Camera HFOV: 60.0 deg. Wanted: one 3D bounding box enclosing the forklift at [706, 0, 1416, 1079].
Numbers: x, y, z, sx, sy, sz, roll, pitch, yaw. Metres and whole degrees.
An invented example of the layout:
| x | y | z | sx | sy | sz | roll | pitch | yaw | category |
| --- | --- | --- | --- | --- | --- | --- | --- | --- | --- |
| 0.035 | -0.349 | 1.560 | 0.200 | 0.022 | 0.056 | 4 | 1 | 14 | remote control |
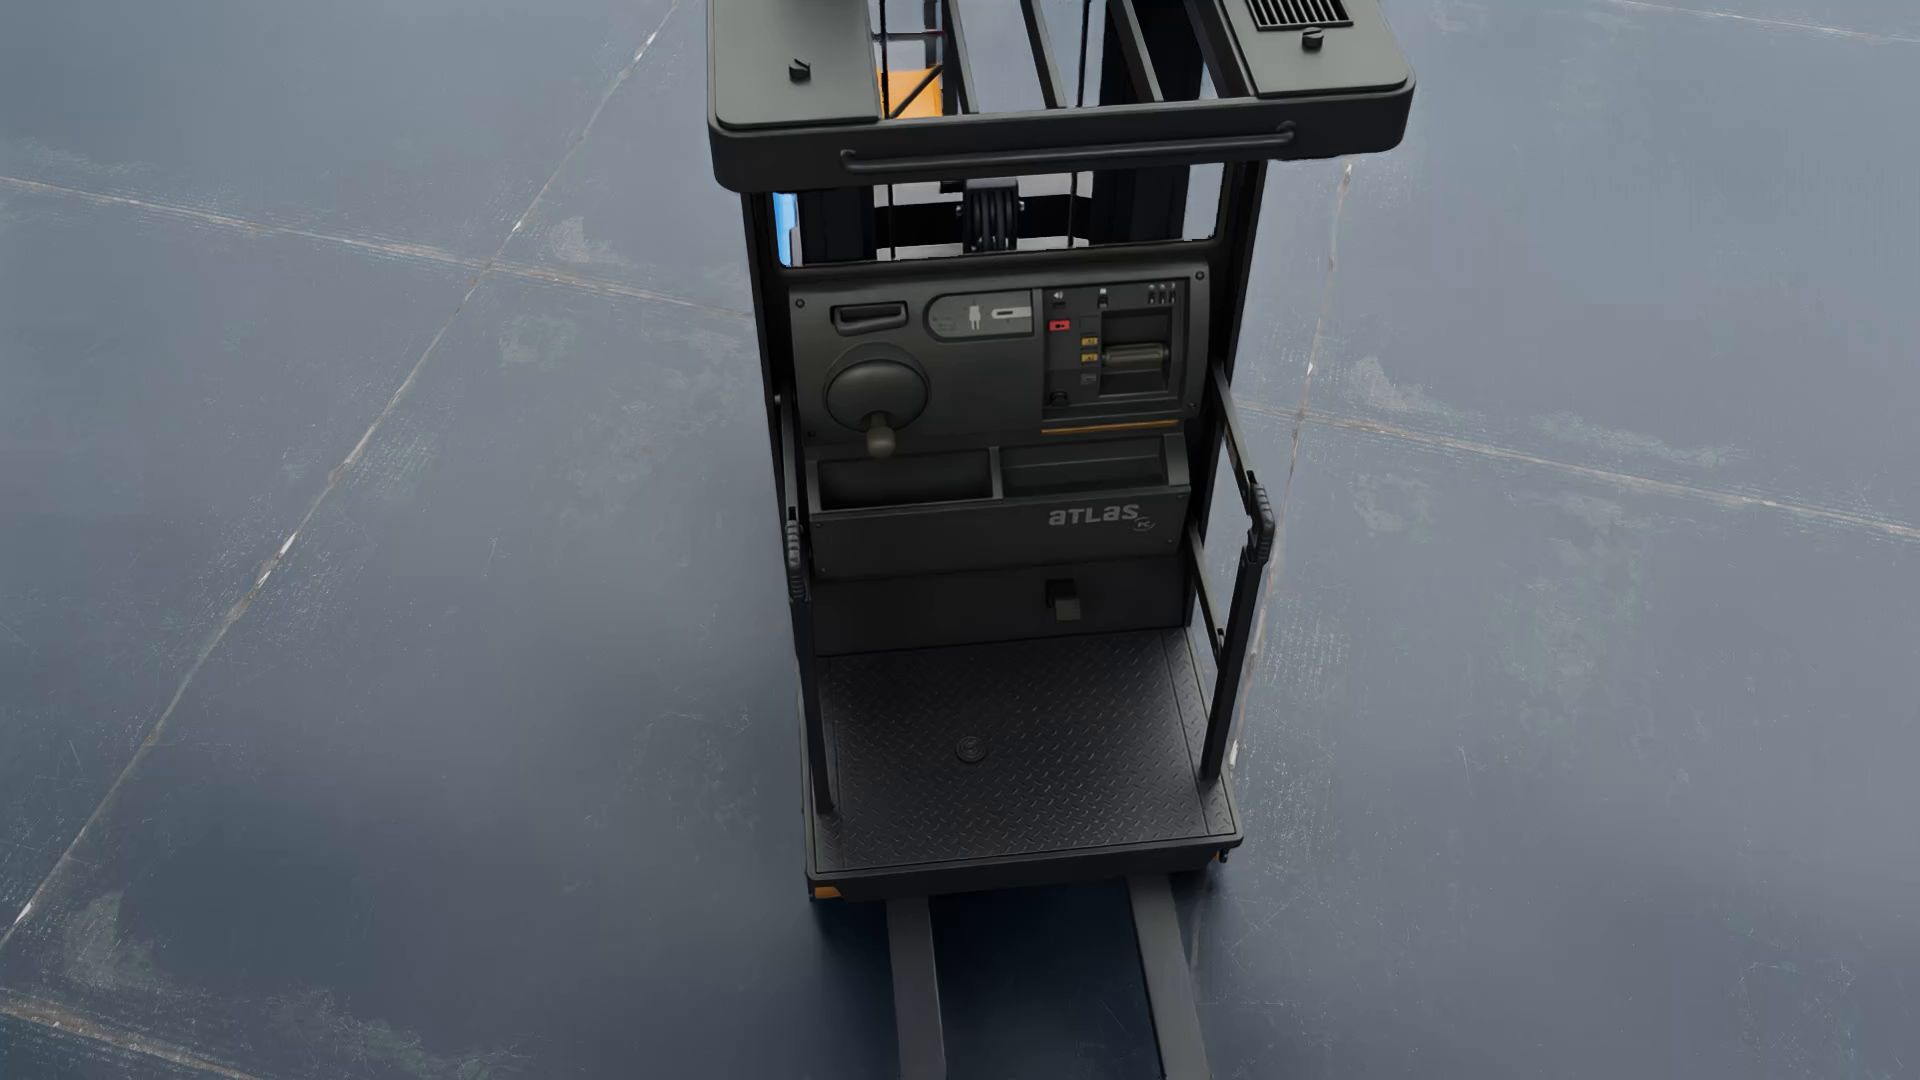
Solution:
| x | y | z | sx | sy | sz | roll | pitch | yaw | category |
| --- | --- | --- | --- | --- | --- | --- | --- | --- | --- |
| 0.118 | -0.303 | 3.562 | 1.130 | 2.935 | 3.031 | -5 | 49 | -4 | forklift |

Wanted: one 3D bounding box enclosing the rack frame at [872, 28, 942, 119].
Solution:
| x | y | z | sx | sy | sz | roll | pitch | yaw | category |
| --- | --- | --- | --- | --- | --- | --- | --- | --- | --- |
| -0.260 | -0.980 | 5.115 | 0.475 | 1.308 | 0.013 | -3 | 49 | -3 | rack frame |

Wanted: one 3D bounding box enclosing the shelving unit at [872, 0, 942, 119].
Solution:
| x | y | z | sx | sy | sz | roll | pitch | yaw | category |
| --- | --- | --- | --- | --- | --- | --- | --- | --- | --- |
| -0.295 | -1.354 | 5.445 | 0.587 | 1.500 | 1.083 | -3 | 49 | -3 | shelving unit |

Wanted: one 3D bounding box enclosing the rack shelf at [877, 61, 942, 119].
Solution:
| x | y | z | sx | sy | sz | roll | pitch | yaw | category |
| --- | --- | --- | --- | --- | --- | --- | --- | --- | --- |
| -0.296 | -1.242 | 5.585 | 0.538 | 0.185 | 1.000 | -3 | 49 | -3 | rack shelf |

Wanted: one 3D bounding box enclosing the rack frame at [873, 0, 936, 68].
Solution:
| x | y | z | sx | sy | sz | roll | pitch | yaw | category |
| --- | --- | --- | --- | --- | --- | --- | --- | --- | --- |
| -0.334 | -1.741 | 5.786 | 0.500 | 1.500 | 0.032 | -3 | 49 | -3 | rack frame |
